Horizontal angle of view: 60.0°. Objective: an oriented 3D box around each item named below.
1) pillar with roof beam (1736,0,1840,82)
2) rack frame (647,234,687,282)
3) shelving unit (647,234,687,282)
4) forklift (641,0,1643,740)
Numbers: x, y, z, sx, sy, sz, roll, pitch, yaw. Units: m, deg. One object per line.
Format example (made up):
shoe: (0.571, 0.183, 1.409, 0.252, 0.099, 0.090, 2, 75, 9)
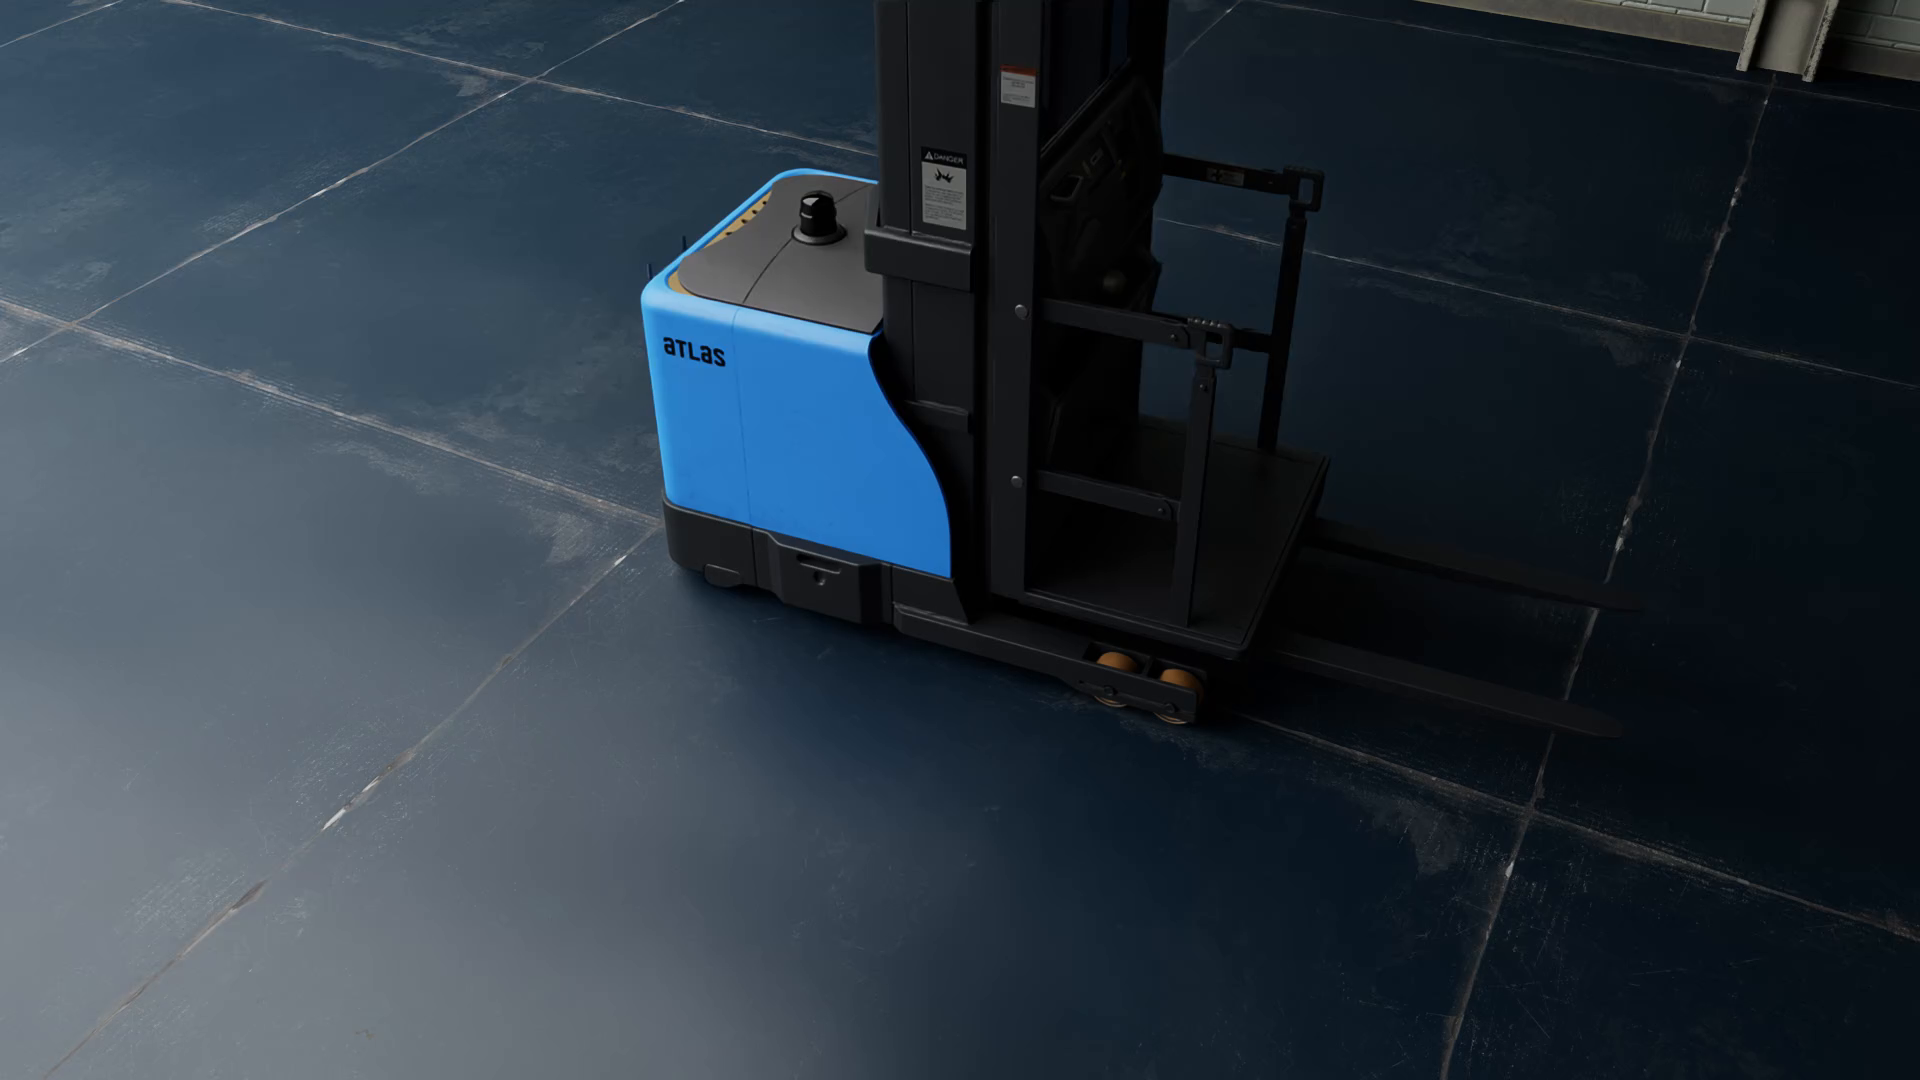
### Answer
pillar with roof beam: (2.545, -3.894, 3.437, 0.400, 9.000, 9.100, 17, 41, 21)
rack frame: (-0.977, -0.609, 5.808, 0.006, 0.900, 0.240, 14, 40, 18)
shelving unit: (-0.884, -0.585, 5.776, 0.210, 0.900, 0.258, 14, 40, 18)
forklift: (0.588, -0.979, 4.615, 3.031, 2.935, 1.130, 14, 40, 18)
